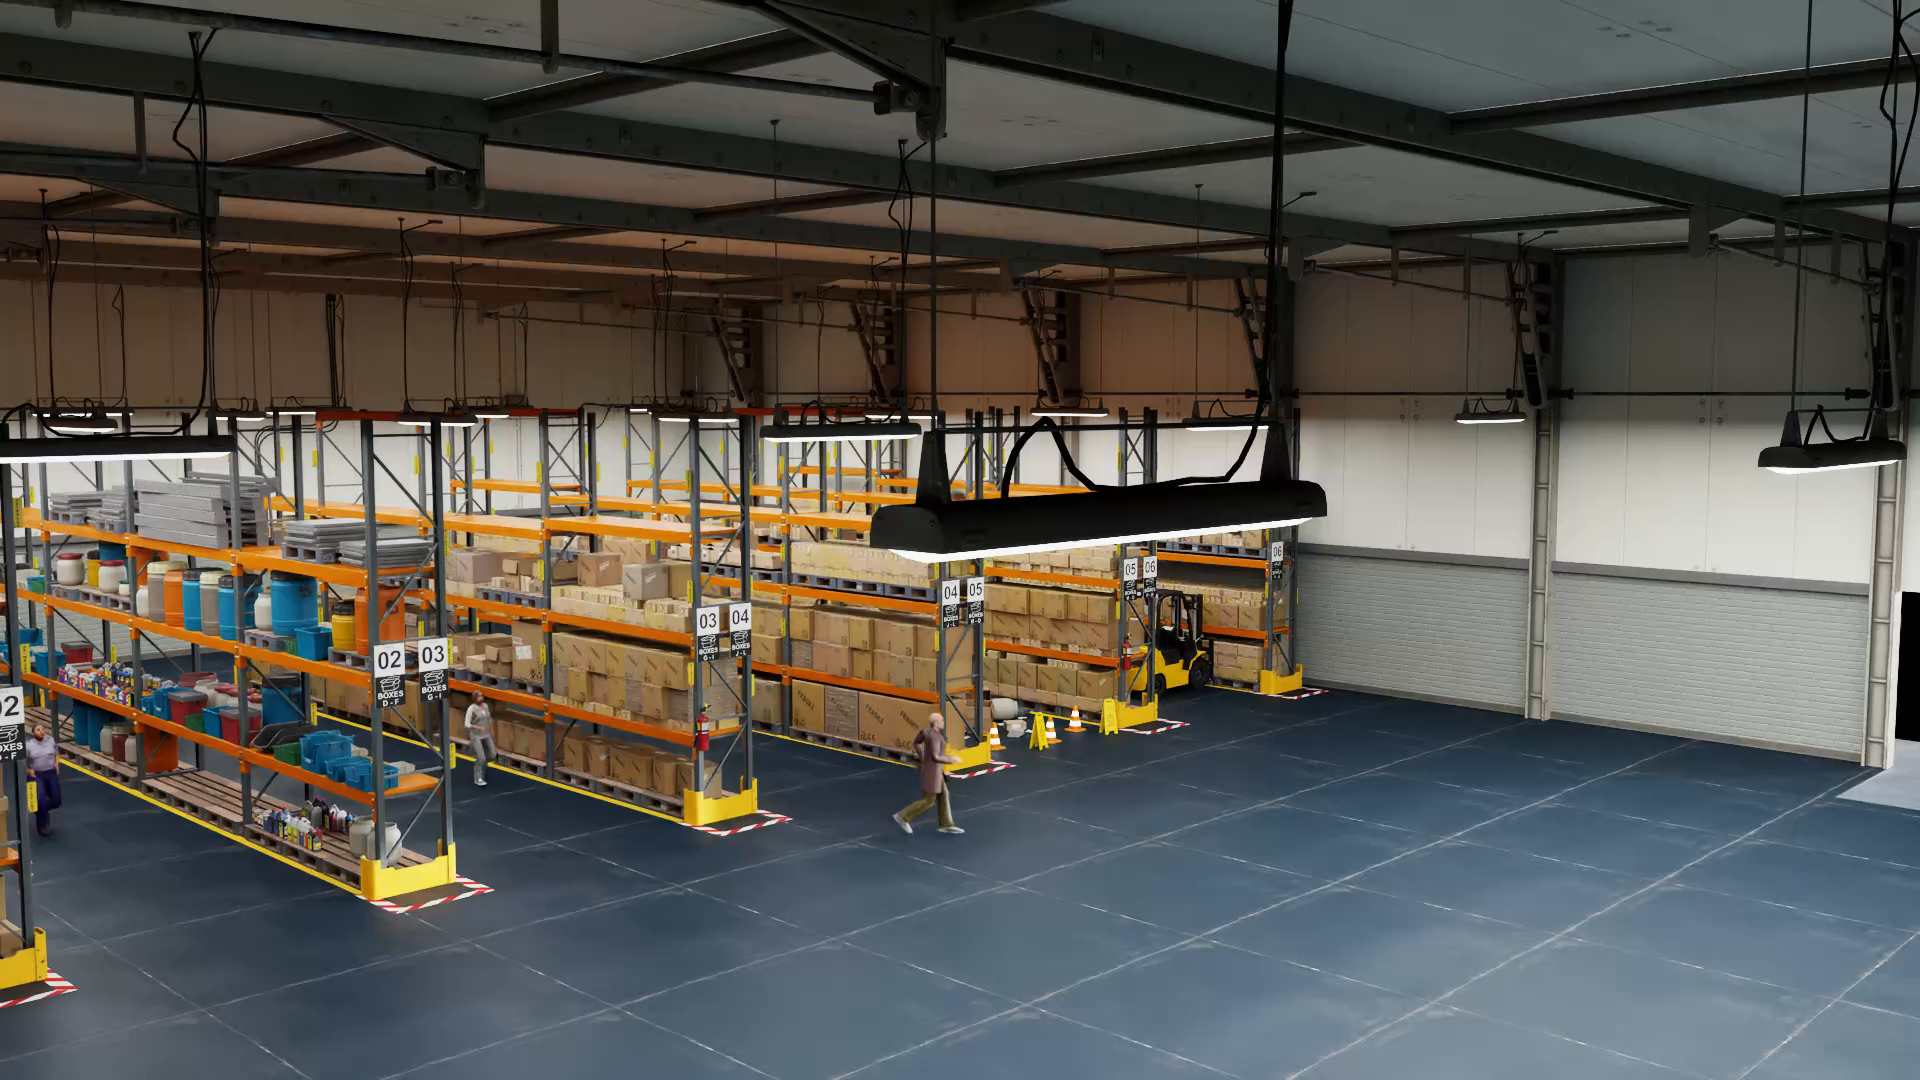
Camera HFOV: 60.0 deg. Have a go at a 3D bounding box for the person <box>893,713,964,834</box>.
[{"bbox_3d":[-0.449,3.343,23.684,1.042,1.772,0.691,-1,5,-9],"label":"person"}]

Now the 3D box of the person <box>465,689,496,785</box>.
[{"bbox_3d":[-7.696,3.180,26.774,0.543,1.555,0.527,4,6,39],"label":"person"}]

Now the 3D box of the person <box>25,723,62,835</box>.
[{"bbox_3d":[-13.227,3.417,23.913,0.578,1.593,0.605,4,6,38],"label":"person"}]
